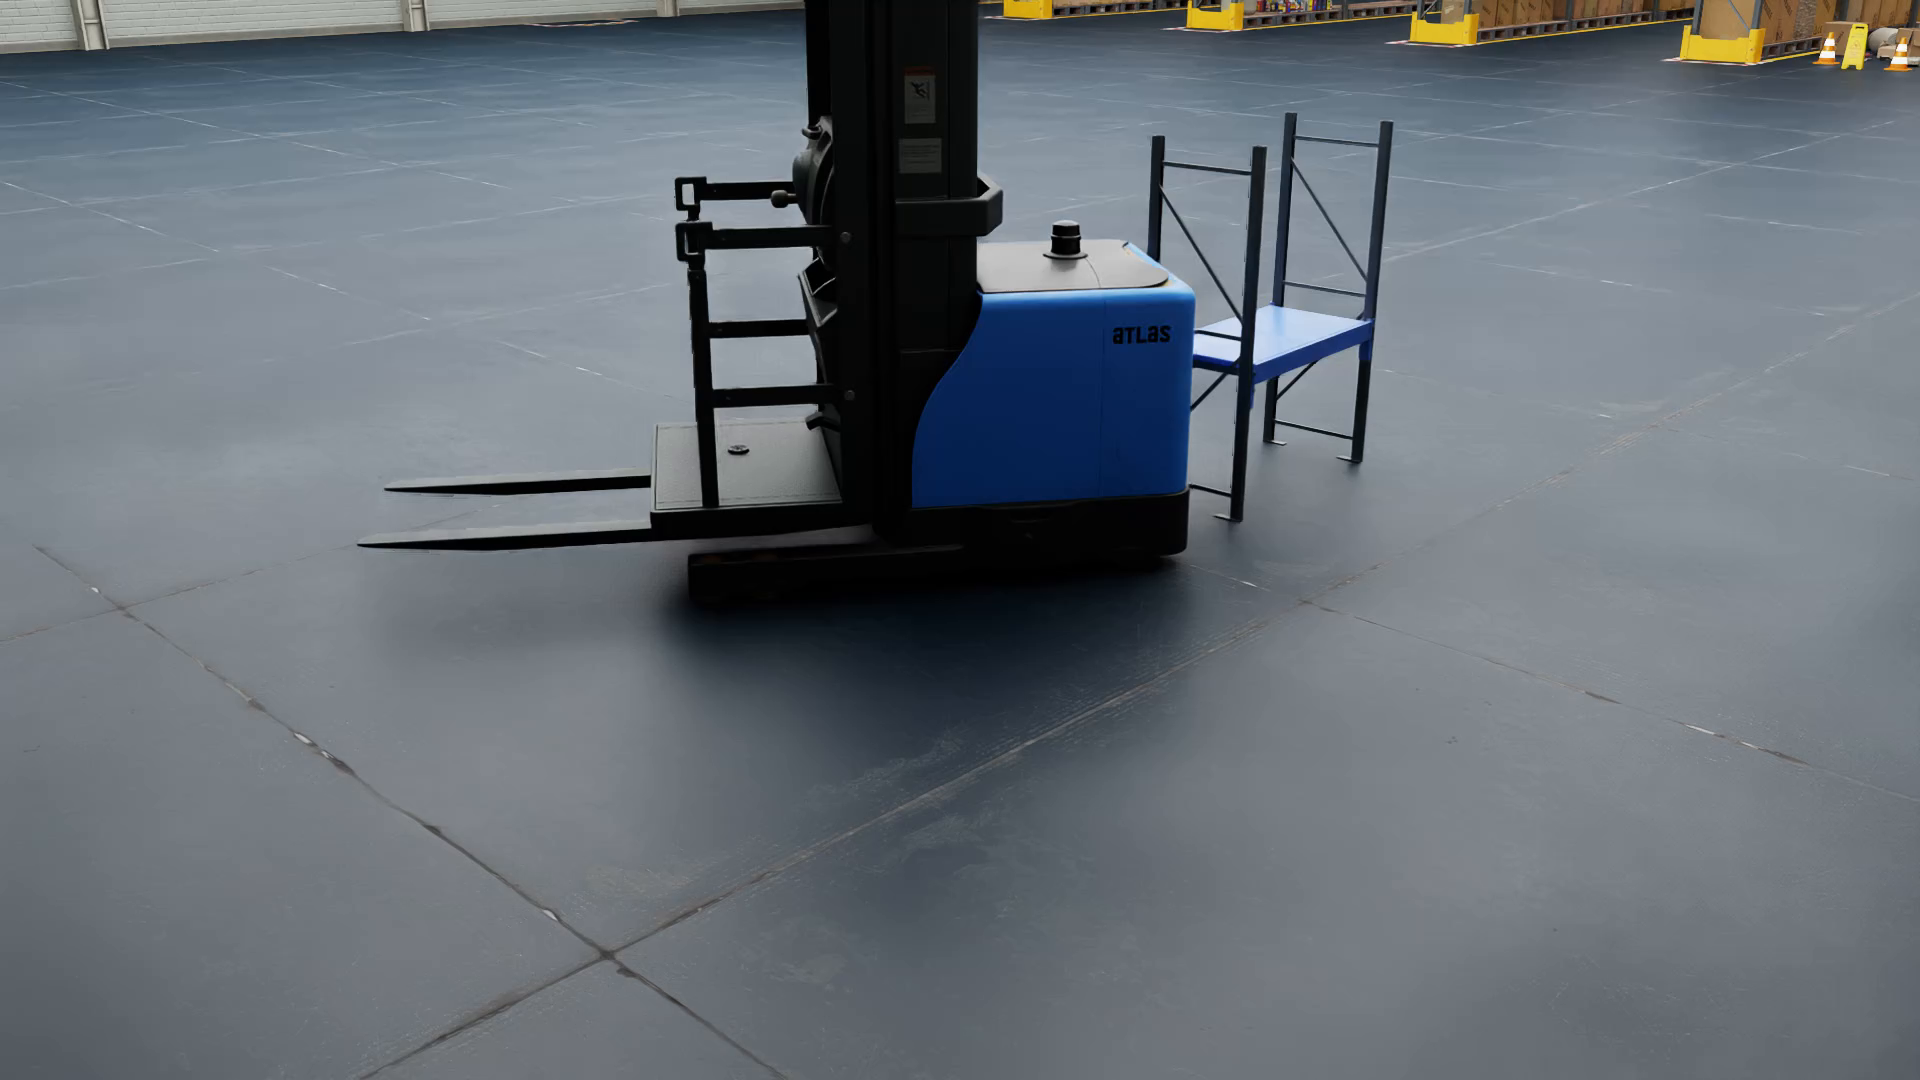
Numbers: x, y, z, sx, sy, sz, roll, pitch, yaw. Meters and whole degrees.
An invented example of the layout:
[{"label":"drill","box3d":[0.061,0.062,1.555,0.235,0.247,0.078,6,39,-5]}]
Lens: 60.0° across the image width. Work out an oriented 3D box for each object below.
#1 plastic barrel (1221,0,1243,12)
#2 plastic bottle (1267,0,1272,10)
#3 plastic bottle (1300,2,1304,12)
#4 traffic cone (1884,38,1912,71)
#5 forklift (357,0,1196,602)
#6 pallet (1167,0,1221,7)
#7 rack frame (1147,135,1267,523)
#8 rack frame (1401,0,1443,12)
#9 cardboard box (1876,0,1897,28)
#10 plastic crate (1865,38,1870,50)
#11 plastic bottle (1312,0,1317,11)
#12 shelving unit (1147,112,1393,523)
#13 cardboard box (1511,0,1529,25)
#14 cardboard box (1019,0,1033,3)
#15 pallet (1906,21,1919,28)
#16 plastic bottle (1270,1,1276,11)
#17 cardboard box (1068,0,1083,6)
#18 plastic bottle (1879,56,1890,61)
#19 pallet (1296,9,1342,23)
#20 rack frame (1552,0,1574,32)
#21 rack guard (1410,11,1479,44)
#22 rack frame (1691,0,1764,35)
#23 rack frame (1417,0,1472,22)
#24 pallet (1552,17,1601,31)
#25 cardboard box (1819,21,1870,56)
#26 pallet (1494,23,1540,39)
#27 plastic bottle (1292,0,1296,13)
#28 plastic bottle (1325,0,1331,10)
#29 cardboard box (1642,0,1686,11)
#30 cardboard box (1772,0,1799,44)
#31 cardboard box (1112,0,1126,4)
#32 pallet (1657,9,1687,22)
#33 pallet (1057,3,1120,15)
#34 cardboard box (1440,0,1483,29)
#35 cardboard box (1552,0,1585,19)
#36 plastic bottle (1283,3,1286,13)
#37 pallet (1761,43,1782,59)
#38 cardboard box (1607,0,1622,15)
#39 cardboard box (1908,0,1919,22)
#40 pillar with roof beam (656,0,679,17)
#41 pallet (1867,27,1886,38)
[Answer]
[{"label":"plastic barrel","box3d":[5.433,-10.746,33.234,0.421,0.512,0.421,0,21,0]},{"label":"plastic bottle","box3d":[6.401,-11.211,34.640,0.185,0.351,0.144,-19,28,-40]},{"label":"plastic bottle","box3d":[7.038,-11.002,34.305,0.097,0.201,0.097,0,21,0]},{"label":"traffic cone","box3d":[14.021,-7.243,24.773,0.336,0.463,0.334,19,28,41]},{"label":"forklift","box3d":[-0.702,-1.347,5.995,3.031,2.935,1.130,-3,21,-9]},{"label":"pallet","box3d":[5.610,-13.004,40.114,1.003,0.211,1.213,19,28,41]},{"label":"rack frame","box3d":[0.952,-0.830,6.644,0.500,1.500,0.032,17,27,37]},{"label":"rack frame","box3d":[10.610,-13.579,37.723,1.000,3.000,0.127,19,28,41]},{"label":"cardboard box","box3d":[16.545,-9.859,30.593,0.750,0.750,1.050,-20,28,-41]},{"label":"plastic crate","box3d":[15.668,-8.386,28.050,0.662,0.188,0.450,-6,12,-15]},{"label":"plastic bottle","box3d":[7.359,-11.149,34.573,0.133,0.283,0.061,-18,27,-39]},{"label":"shelving unit","box3d":[1.283,-0.969,7.004,0.538,1.500,1.048,17,27,37]},{"label":"cardboard box","box3d":[10.289,-9.919,31.100,0.500,0.500,0.500,16,26,36]},{"label":"cardboard box","box3d":[1.645,-11.888,36.570,0.500,0.250,0.500,19,28,41]},{"label":"pallet","box3d":[18.188,-9.971,32.222,1.003,0.211,1.213,19,28,41]},{"label":"plastic bottle","box3d":[6.518,-11.122,34.617,0.097,0.201,0.097,0,21,0]},{"label":"cardboard box","box3d":[2.362,-11.888,36.569,0.500,0.250,0.500,19,28,41]},{"label":"plastic bottle","box3d":[14.674,-7.650,26.392,0.133,0.061,0.283,9,23,23]},{"label":"pallet","box3d":[7.321,-11.087,35.126,1.003,0.211,1.213,19,28,41]},{"label":"rack frame","box3d":[11.368,-11.311,31.823,1.000,3.000,0.127,19,28,41]},{"label":"rack guard","box3d":[8.630,-9.136,29.647,1.175,0.500,0.348,19,28,41]},{"label":"rack frame","box3d":[12.061,-9.016,25.850,1.000,3.000,0.127,19,28,41]},{"label":"rack frame","box3d":[8.577,-10.283,29.148,1.000,3.000,0.127,19,28,41]},{"label":"pallet","box3d":[11.910,-10.210,32.845,1.003,0.211,1.213,19,28,41]},{"label":"cardboard box","box3d":[14.503,-8.223,27.267,0.500,0.500,0.500,-14,25,-33]},{"label":"pallet","box3d":[10.073,-9.513,31.031,1.003,0.211,1.213,19,28,41]},{"label":"plastic bottle","box3d":[6.826,-10.957,34.089,0.097,0.271,0.097,0,21,0]},{"label":"plastic bottle","box3d":[7.720,-11.282,34.920,0.133,0.283,0.061,-18,28,-39]},{"label":"cardboard box","box3d":[14.655,-11.716,35.252,1.225,0.875,0.875,18,27,38]},{"label":"cardboard box","box3d":[13.099,-8.638,27.242,0.875,0.875,0.875,19,28,40]},{"label":"cardboard box","box3d":[3.412,-12.272,37.569,0.500,0.250,0.500,19,28,41]},{"label":"pallet","box3d":[14.762,-11.222,35.476,1.003,0.211,1.213,19,28,41]},{"label":"pallet","box3d":[2.837,-11.981,37.452,1.003,0.211,1.213,19,28,41]},{"label":"cardboard box","box3d":[9.025,-9.469,29.927,0.500,0.500,0.500,-14,25,-32]},{"label":"cardboard box","box3d":[11.812,-10.502,32.589,0.700,0.500,0.500,17,27,37]},{"label":"plastic bottle","box3d":[6.589,-10.837,33.875,0.097,0.201,0.097,0,21,0]},{"label":"pallet","box3d":[12.562,-7.939,26.936,1.003,0.211,1.213,19,28,41]},{"label":"cardboard box","box3d":[12.937,-10.908,33.643,0.500,0.500,0.700,-17,27,-38]},{"label":"cardboard box","box3d":[18.318,-10.219,31.881,0.500,0.500,0.500,18,27,38]},{"label":"pillar with roof beam","box3d":[-3.302,-14.579,31.963,9.100,9.000,0.400,19,28,41]},{"label":"pallet","box3d":[16.186,-9.275,30.411,1.003,0.211,1.213,19,28,41]}]
